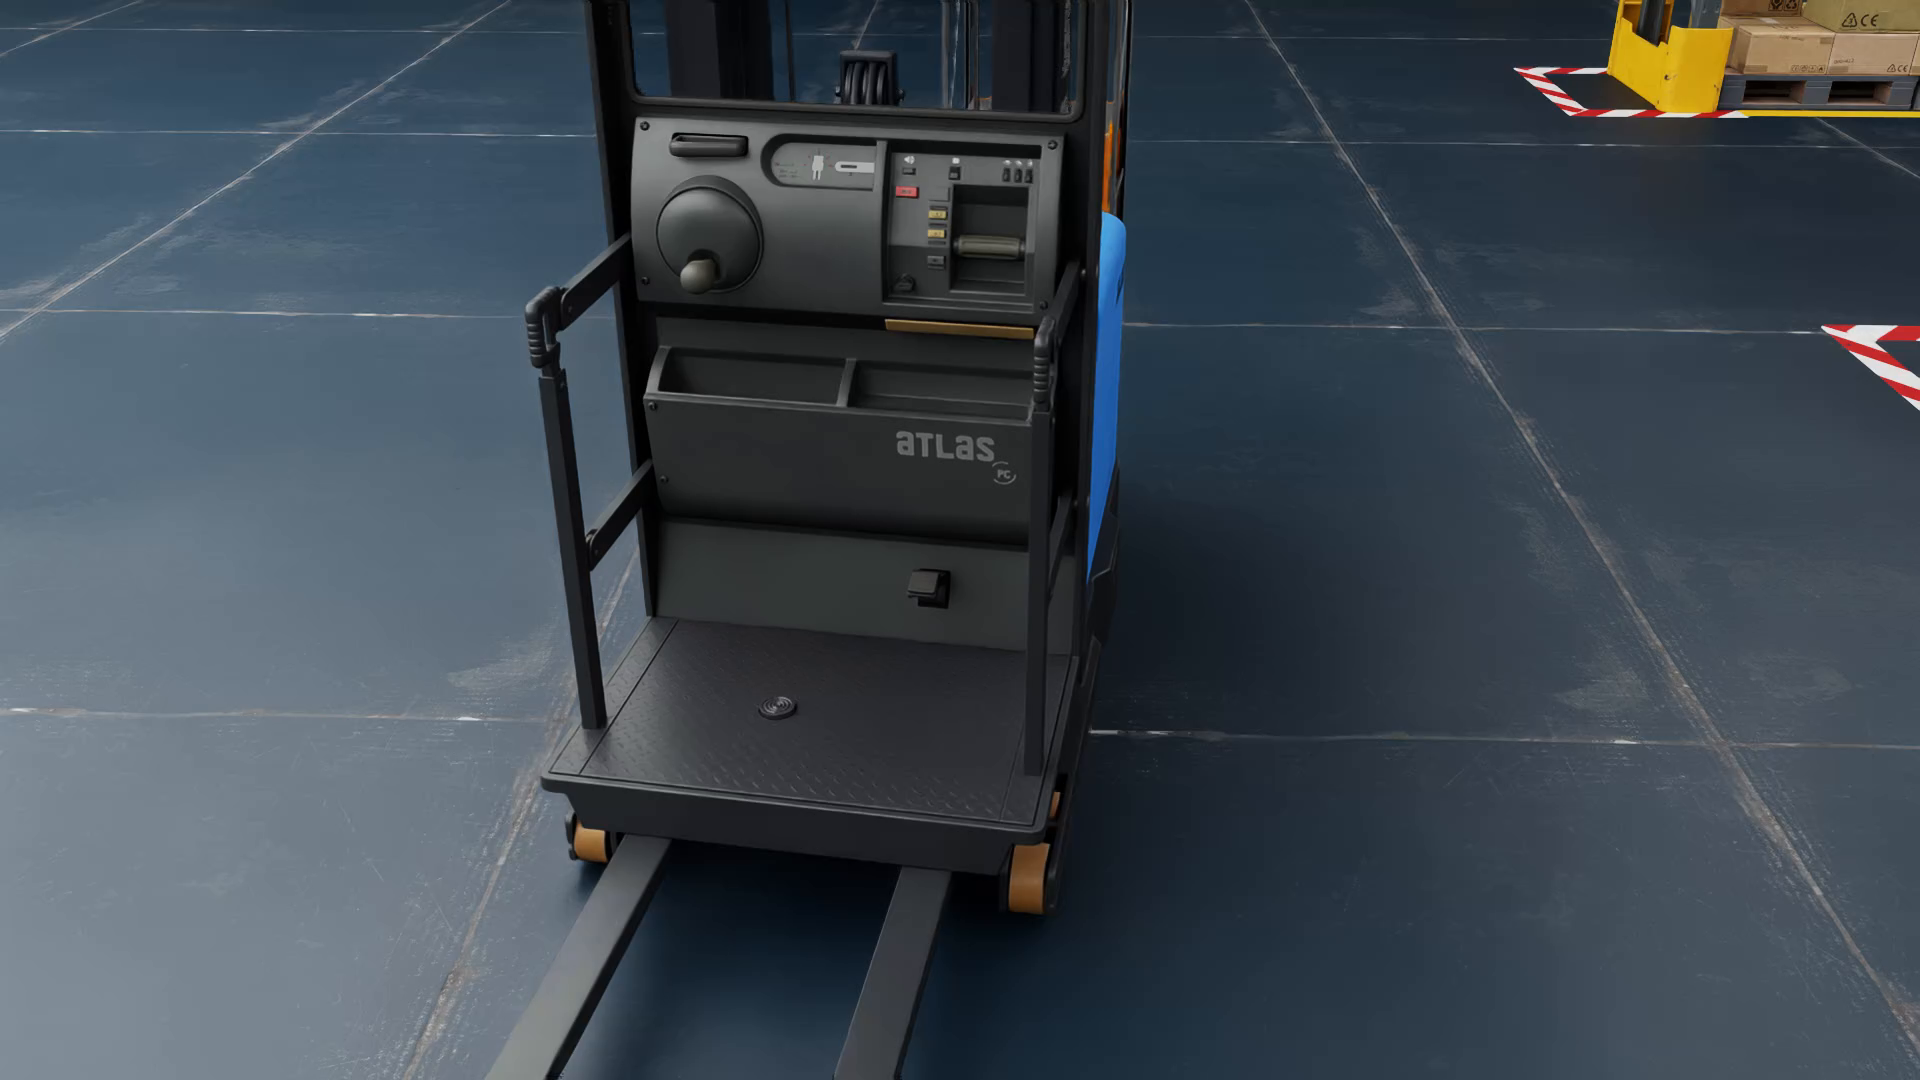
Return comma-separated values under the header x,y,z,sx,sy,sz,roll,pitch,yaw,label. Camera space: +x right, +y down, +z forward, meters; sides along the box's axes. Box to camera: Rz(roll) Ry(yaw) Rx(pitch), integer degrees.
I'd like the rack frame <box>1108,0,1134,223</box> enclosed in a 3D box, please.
x,y,z,sx,sy,sz,roll,pitch,yaw,label
0.474,-1.057,5.002,0.015,2.100,0.400,5,28,9,rack frame

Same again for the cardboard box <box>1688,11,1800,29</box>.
x,y,z,sx,sy,sz,roll,pitch,yaw,label
5.067,-3.312,10.783,0.500,0.250,0.500,1,28,2,cardboard box

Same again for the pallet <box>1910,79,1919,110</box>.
x,y,z,sx,sy,sz,roll,pitch,yaw,label
6.502,-2.966,10.619,1.213,0.211,1.003,1,28,2,pallet

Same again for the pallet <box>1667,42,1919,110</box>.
x,y,z,sx,sy,sz,roll,pitch,yaw,label
5.286,-2.987,10.660,1.213,0.211,1.003,1,28,2,pallet

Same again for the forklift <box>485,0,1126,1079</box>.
x,y,z,sx,sy,sz,roll,pitch,yaw,label
-0.283,-0.650,3.347,1.130,2.935,3.031,5,28,9,forklift

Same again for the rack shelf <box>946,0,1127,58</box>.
x,y,z,sx,sy,sz,roll,pitch,yaw,label
0.234,-1.684,4.719,0.480,0.518,0.431,5,28,9,rack shelf

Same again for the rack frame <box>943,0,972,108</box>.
x,y,z,sx,sy,sz,roll,pitch,yaw,label
-0.006,-1.097,5.078,0.015,2.100,0.400,5,28,9,rack frame

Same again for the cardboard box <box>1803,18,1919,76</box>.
x,y,z,sx,sy,sz,roll,pitch,yaw,label
5.548,-3.063,10.313,0.500,0.250,0.500,1,28,2,cardboard box

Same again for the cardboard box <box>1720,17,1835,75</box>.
x,y,z,sx,sy,sz,roll,pitch,yaw,label
5.048,-3.070,10.326,0.500,0.250,0.500,1,28,2,cardboard box

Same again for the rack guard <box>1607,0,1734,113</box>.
x,y,z,sx,sy,sz,roll,pitch,yaw,label
4.496,-3.108,10.579,0.348,0.500,1.175,1,28,2,rack guard

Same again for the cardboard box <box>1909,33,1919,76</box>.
x,y,z,sx,sy,sz,roll,pitch,yaw,label
6.048,-3.055,10.297,0.500,0.250,0.500,1,28,2,cardboard box

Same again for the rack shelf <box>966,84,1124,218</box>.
x,y,z,sx,sy,sz,roll,pitch,yaw,label
0.234,-1.065,5.047,0.480,0.518,0.431,5,28,9,rack shelf

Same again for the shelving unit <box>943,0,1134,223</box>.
x,y,z,sx,sy,sz,roll,pitch,yaw,label
0.234,-1.077,5.040,0.503,2.100,0.431,5,28,9,shelving unit

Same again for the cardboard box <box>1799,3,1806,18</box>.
x,y,z,sx,sy,sz,roll,pitch,yaw,label
5.567,-3.310,10.778,0.500,0.250,0.500,1,28,2,cardboard box

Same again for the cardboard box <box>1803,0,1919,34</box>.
x,y,z,sx,sy,sz,roll,pitch,yaw,label
5.548,-3.394,10.136,0.500,0.500,0.500,1,28,2,cardboard box

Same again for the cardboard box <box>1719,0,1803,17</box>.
x,y,z,sx,sy,sz,roll,pitch,yaw,label
5.067,-3.645,10.609,0.500,0.500,0.500,1,28,2,cardboard box

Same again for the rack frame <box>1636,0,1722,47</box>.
x,y,z,sx,sy,sz,roll,pitch,yaw,label
4.520,-4.212,9.993,0.127,3.000,1.000,1,28,2,rack frame
